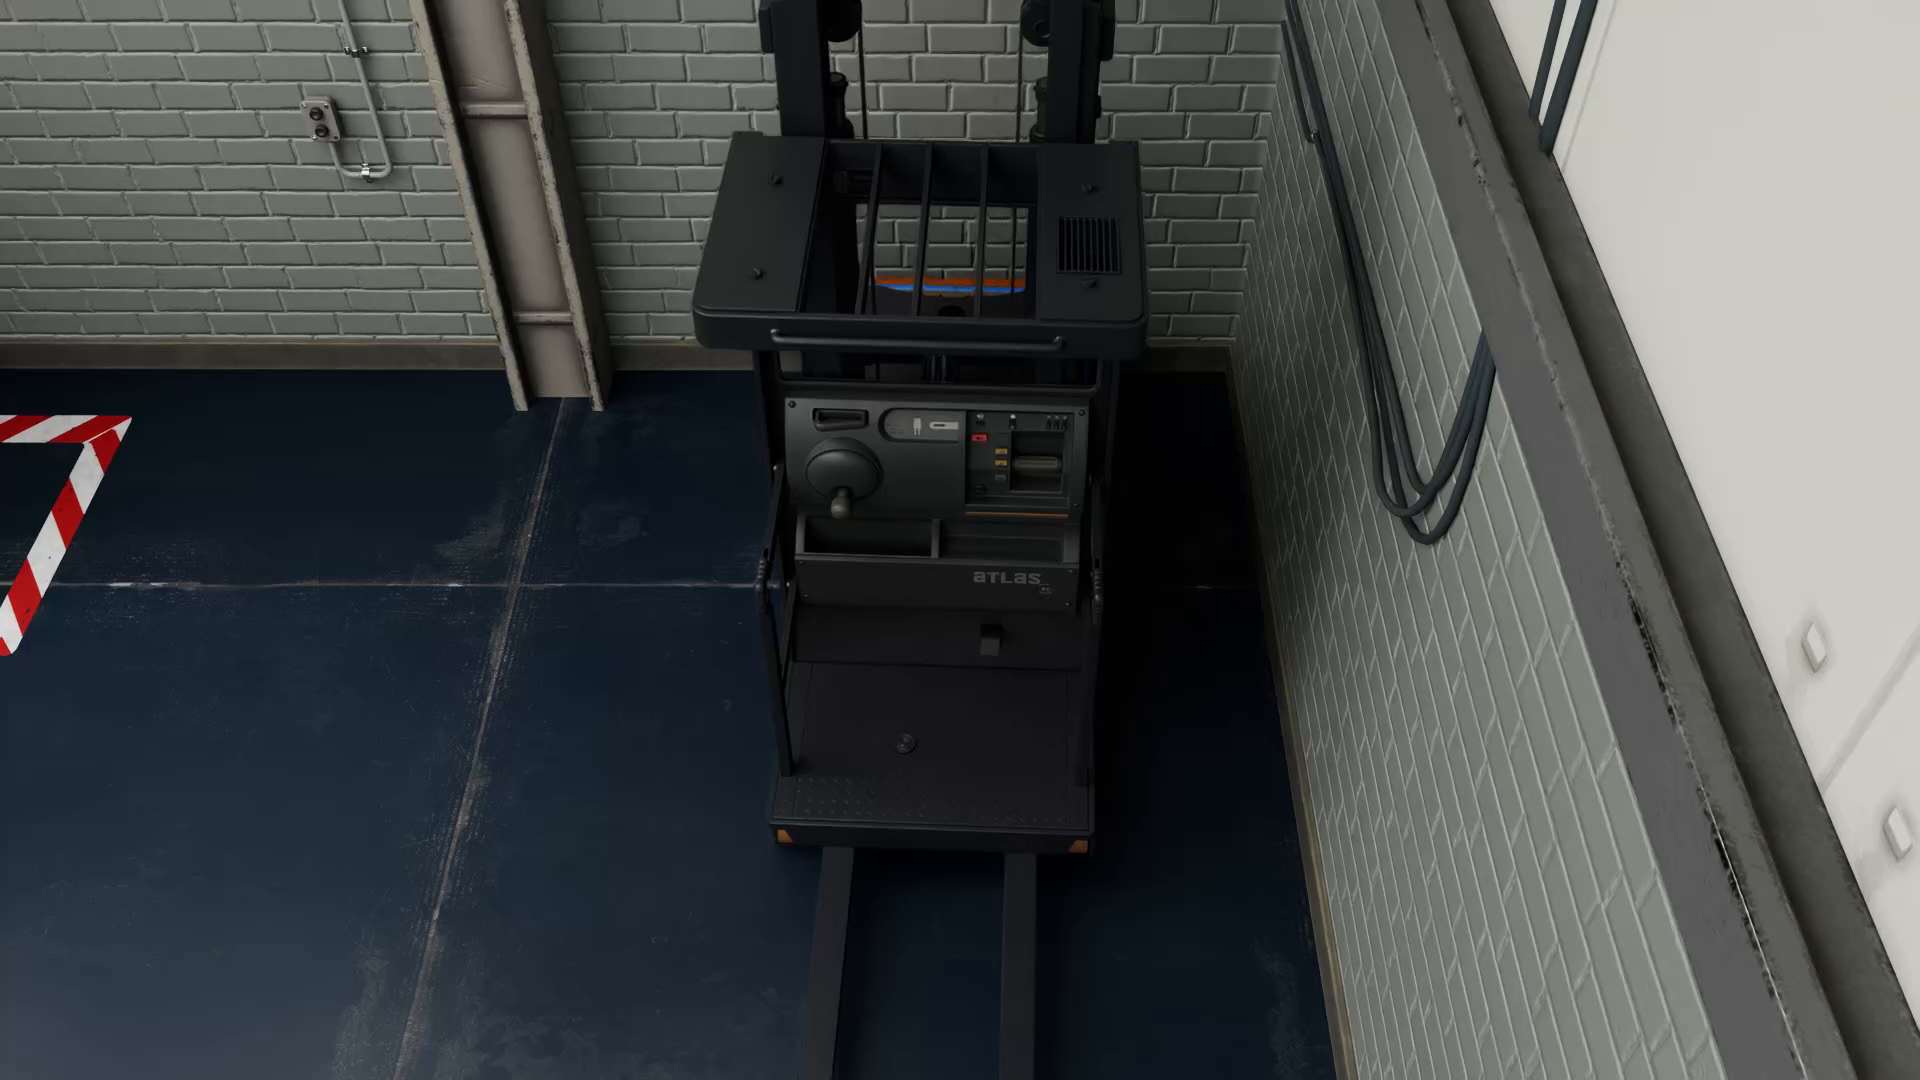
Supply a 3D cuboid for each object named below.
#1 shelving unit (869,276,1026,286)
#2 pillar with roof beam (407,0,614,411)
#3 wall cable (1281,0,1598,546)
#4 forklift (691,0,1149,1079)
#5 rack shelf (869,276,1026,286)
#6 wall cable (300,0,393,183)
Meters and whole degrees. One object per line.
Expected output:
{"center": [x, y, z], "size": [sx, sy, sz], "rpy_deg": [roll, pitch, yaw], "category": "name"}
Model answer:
{"center": [-0.048, -0.989, 6.727], "size": [1.083, 1.500, 0.587], "rpy_deg": [0, 47, 0], "category": "shelving unit"}
{"center": [-1.785, -0.601, 1.242], "size": [0.400, 9.000, 9.100], "rpy_deg": [0, 47, 0], "category": "pillar with roof beam"}
{"center": [1.182, -1.791, 4.472], "size": [0.112, 2.526, 3.097], "rpy_deg": [0, 47, 0], "category": "wall cable"}
{"center": [-0.079, -0.155, 4.972], "size": [1.130, 2.935, 3.031], "rpy_deg": [2, 47, 2], "category": "forklift"}
{"center": [-0.058, -0.866, 6.858], "size": [1.000, 0.185, 0.538], "rpy_deg": [0, 47, 0], "category": "rack shelf"}
{"center": [-3.189, -2.117, 6.058], "size": [1.851, 1.984, 0.084], "rpy_deg": [0, 47, 0], "category": "wall cable"}
